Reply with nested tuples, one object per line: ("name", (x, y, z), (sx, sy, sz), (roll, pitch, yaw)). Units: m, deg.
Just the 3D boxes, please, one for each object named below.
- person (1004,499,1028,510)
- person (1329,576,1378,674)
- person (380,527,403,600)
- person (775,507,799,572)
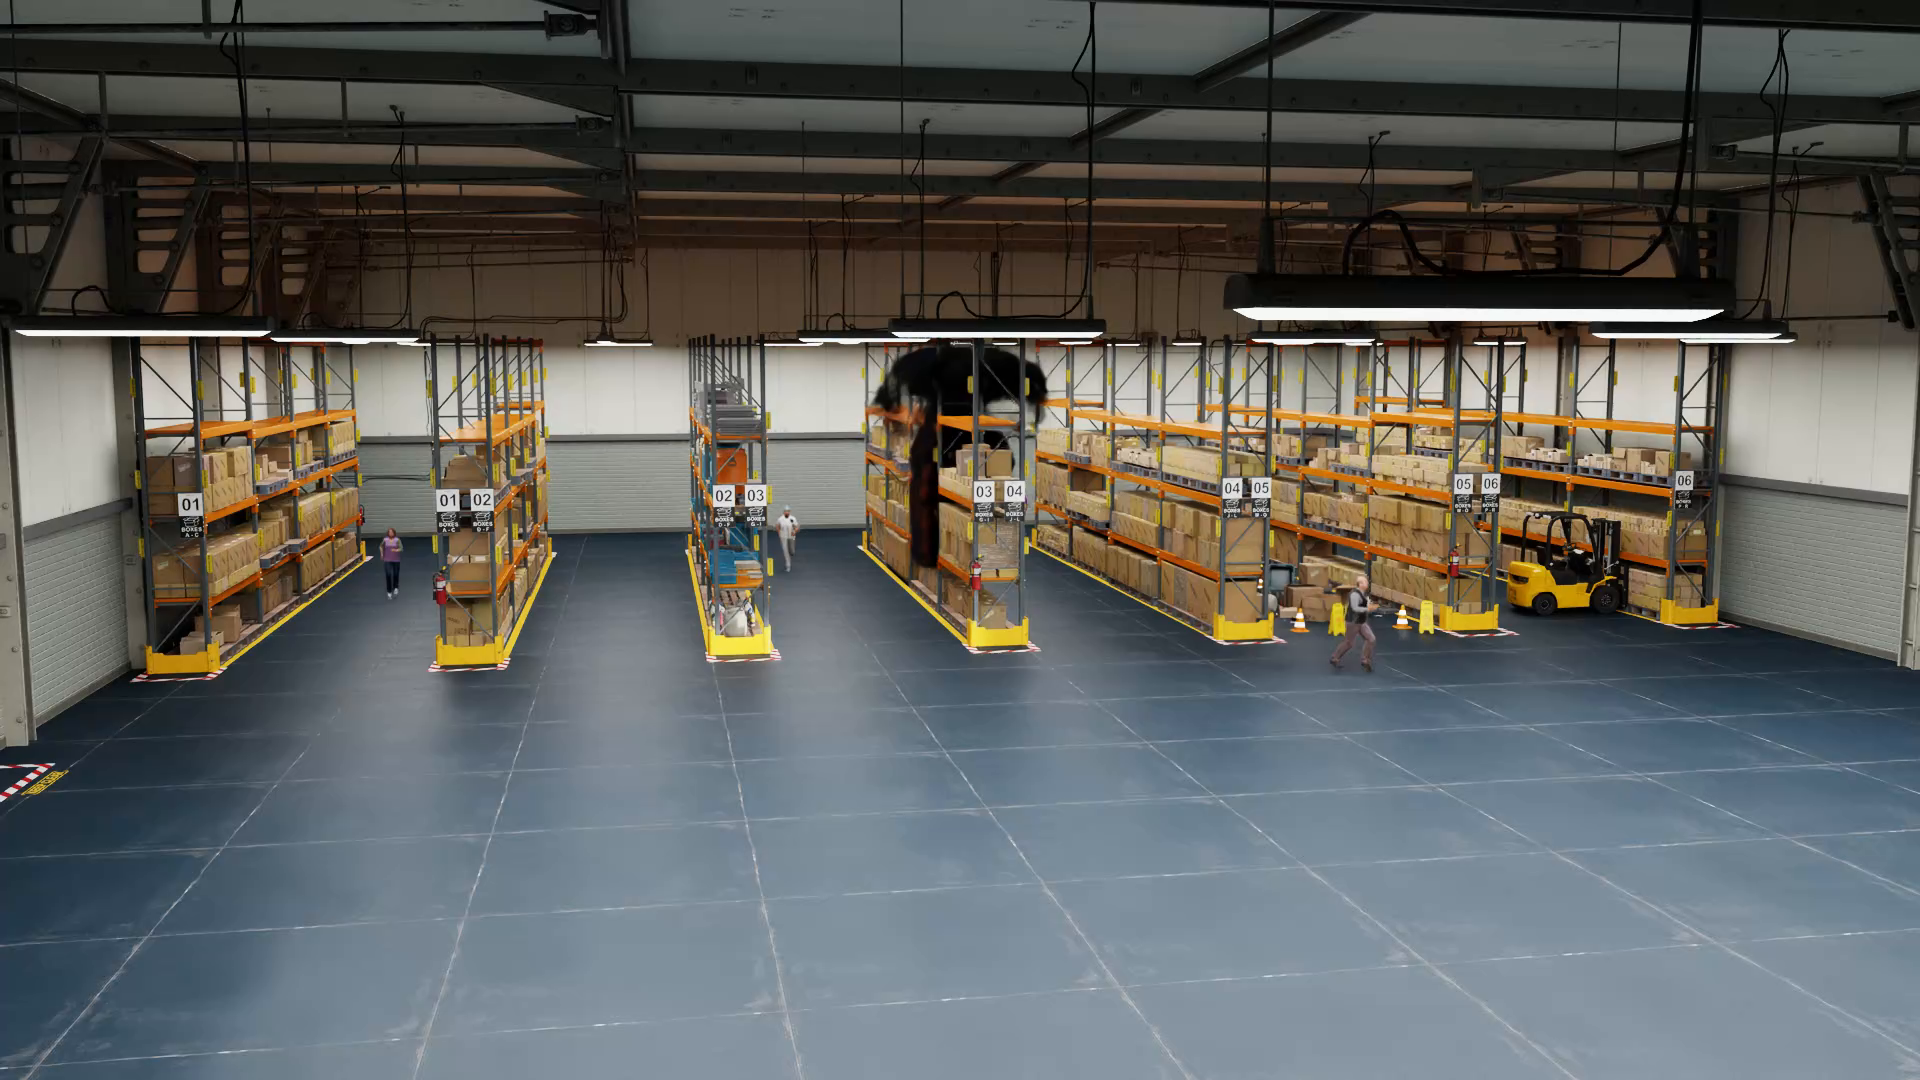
("person", (1.604, -0.768, 49.139), (0.921, 1.724, 0.765), (-6, 9, -40))
("person", (6.985, 1.506, 29.498), (0.853, 1.764, 0.678), (4, 7, 29))
("person", (-13.122, 0.526, 38.409), (0.510, 1.642, 0.733), (-2, 7, -19))
("person", (-4.504, -0.037, 43.439), (0.585, 1.664, 1.009), (-2, 7, -16))
